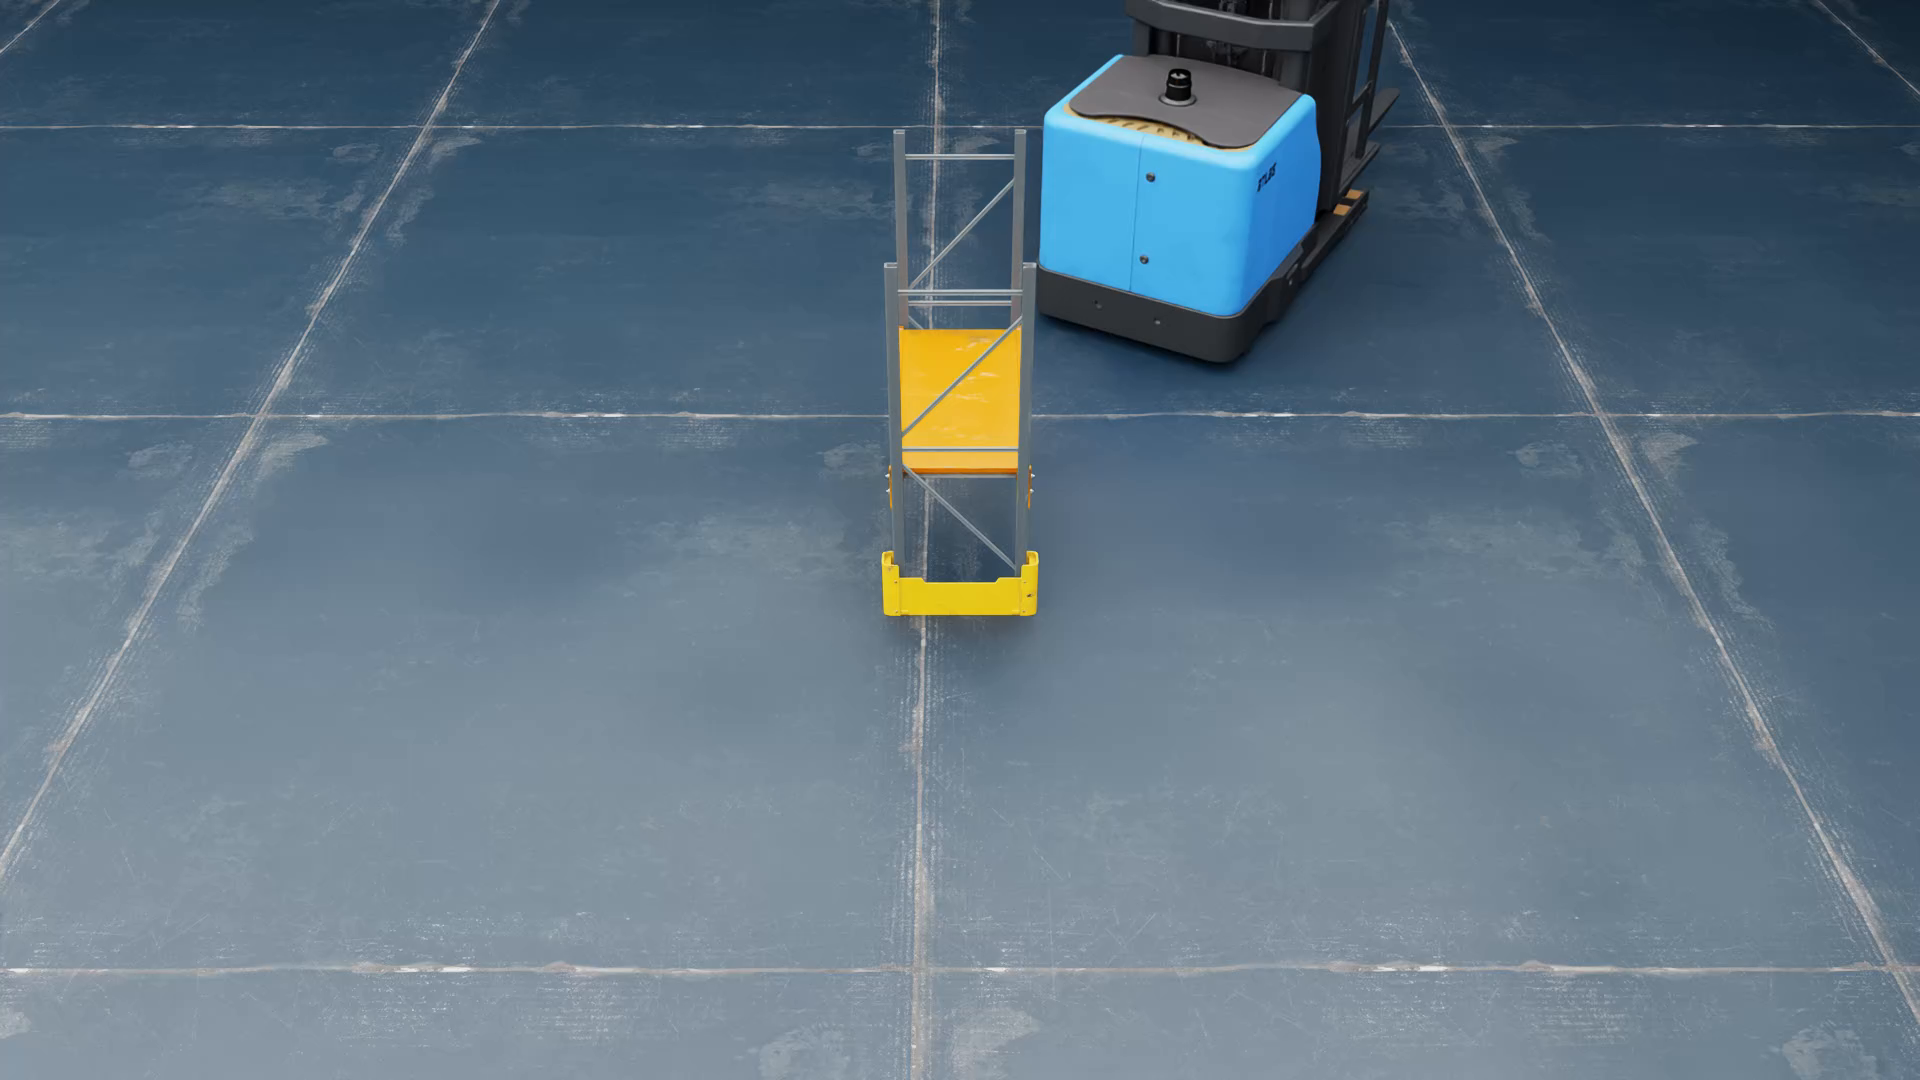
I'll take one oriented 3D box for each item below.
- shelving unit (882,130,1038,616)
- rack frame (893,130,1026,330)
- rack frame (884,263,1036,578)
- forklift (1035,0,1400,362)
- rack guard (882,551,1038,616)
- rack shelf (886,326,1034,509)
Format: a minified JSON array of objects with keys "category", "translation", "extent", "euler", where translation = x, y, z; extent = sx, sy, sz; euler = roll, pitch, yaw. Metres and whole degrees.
[{"category":"shelving unit","translation":[0.000,-0.633,6.340],"extent":[0.587,1.500,1.083],"euler":[0,39,0]},{"category":"rack frame","translation":[-0.001,-0.956,6.744],"extent":[0.500,1.500,0.032],"euler":[0,39,0]},{"category":"rack frame","translation":[0.000,-0.321,5.951],"extent":[0.500,1.500,0.032],"euler":[0,39,0]},{"category":"forklift","translation":[1.522,-2.866,7.983],"extent":[1.130,2.935,3.031],"euler":[19,43,22]},{"category":"rack guard","translation":[0.000,0.166,6.343],"extent":[0.587,0.250,0.087],"euler":[0,39,0]},{"category":"rack shelf","translation":[0.000,-0.498,6.460],"extent":[0.538,0.185,1.000],"euler":[0,39,0]}]
